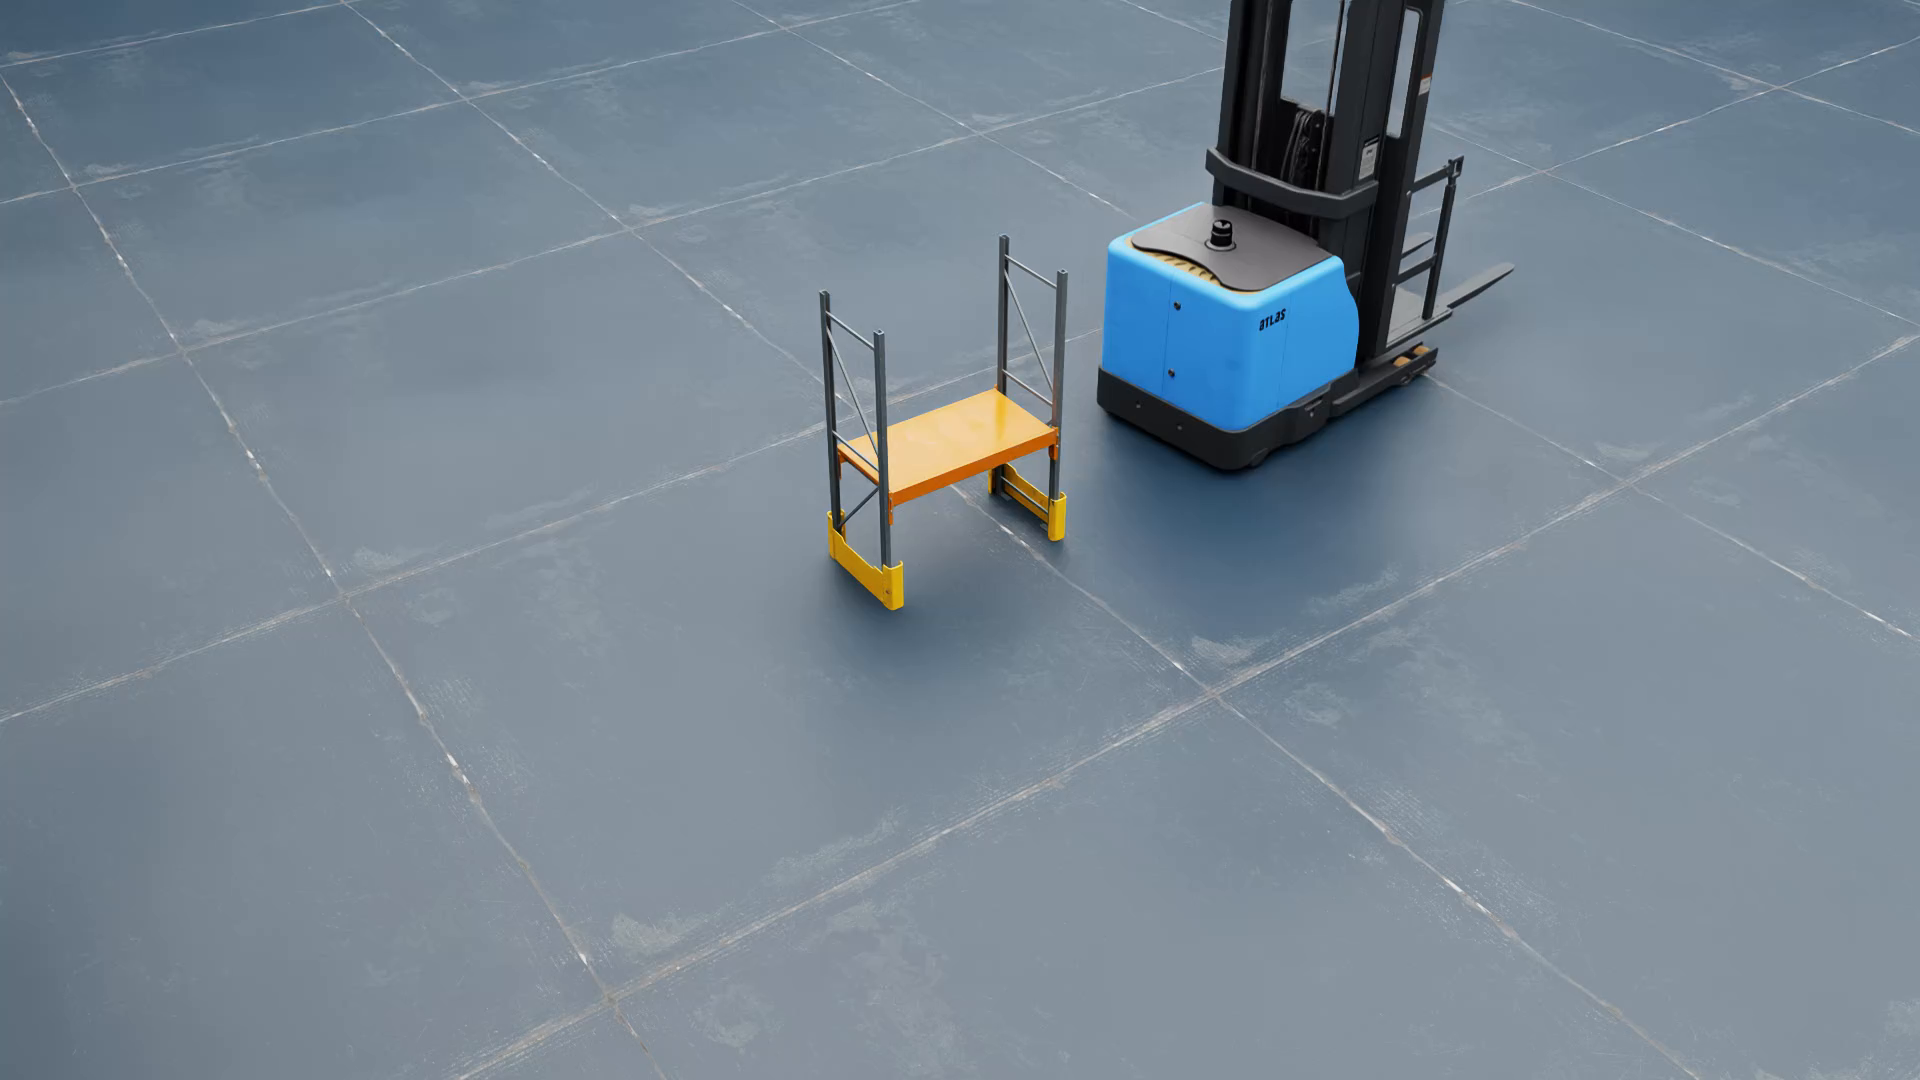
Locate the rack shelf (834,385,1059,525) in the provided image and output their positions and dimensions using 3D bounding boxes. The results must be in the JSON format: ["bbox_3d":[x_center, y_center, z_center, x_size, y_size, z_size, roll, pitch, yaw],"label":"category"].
[{"bbox_3d":[-0.070,-0.434,8.191,1.000,0.185,0.538,-22,41,-28],"label":"rack shelf"}]

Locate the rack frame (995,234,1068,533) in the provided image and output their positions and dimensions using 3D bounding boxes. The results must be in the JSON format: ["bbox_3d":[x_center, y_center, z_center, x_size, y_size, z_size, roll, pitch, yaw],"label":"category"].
[{"bbox_3d":[0.346,-0.751,8.323,0.032,1.500,0.500,-22,41,-28],"label":"rack frame"}]

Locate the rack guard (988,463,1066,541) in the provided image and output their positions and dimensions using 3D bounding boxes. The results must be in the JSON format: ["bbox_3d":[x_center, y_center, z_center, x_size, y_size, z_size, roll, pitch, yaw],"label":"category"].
[{"bbox_3d":[0.345,-0.243,8.688,0.087,0.250,0.587,-22,41,-28],"label":"rack guard"}]

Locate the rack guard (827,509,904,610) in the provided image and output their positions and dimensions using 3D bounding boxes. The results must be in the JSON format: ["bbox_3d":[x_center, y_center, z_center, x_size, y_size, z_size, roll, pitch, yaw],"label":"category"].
[{"bbox_3d":[-0.469,0.092,8.222,0.087,0.250,0.587,-22,41,-28],"label":"rack guard"}]

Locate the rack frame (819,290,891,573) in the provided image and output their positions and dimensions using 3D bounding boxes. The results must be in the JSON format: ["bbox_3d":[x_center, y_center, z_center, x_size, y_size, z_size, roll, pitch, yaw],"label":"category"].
[{"bbox_3d":[-0.485,-0.409,7.848,0.032,1.500,0.500,-22,41,-28],"label":"rack frame"}]

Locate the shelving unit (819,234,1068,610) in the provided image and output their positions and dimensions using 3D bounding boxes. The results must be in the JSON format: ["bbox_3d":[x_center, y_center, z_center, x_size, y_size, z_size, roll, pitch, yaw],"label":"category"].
[{"bbox_3d":[-0.062,-0.583,8.090,1.083,1.500,0.587,-22,41,-28],"label":"shelving unit"}]

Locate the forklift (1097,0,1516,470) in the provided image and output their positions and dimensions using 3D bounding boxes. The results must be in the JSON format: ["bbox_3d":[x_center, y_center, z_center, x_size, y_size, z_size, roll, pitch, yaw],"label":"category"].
[{"bbox_3d":[2.210,-2.306,9.260,3.031,2.935,1.130,-28,44,-33],"label":"forklift"}]
